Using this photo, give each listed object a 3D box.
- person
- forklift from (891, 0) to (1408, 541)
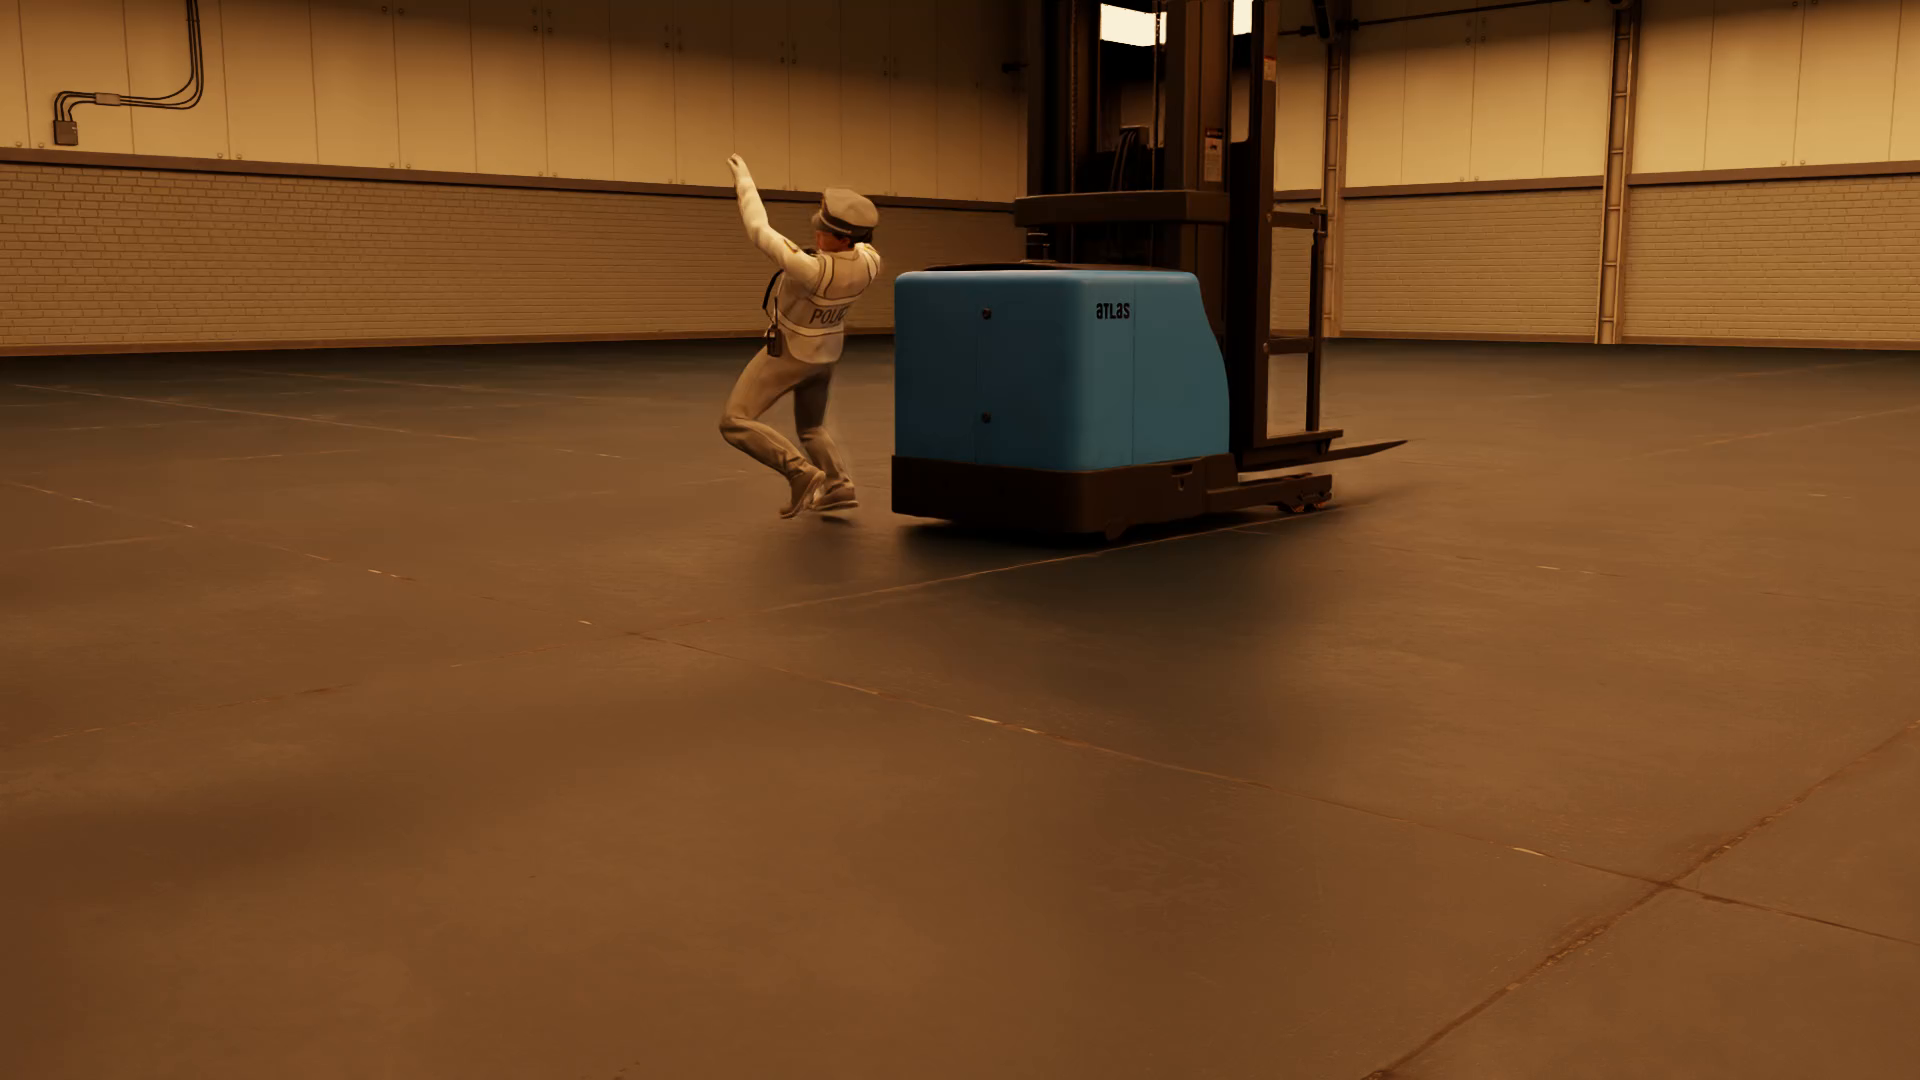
[{"bbox_3d":[-0.527,-0.878,7.225,0.680,1.542,0.942,5,10,30],"label":"person"},{"bbox_3d":[1.072,-1.614,7.593,1.130,2.935,3.031,8,11,42],"label":"forklift"}]
